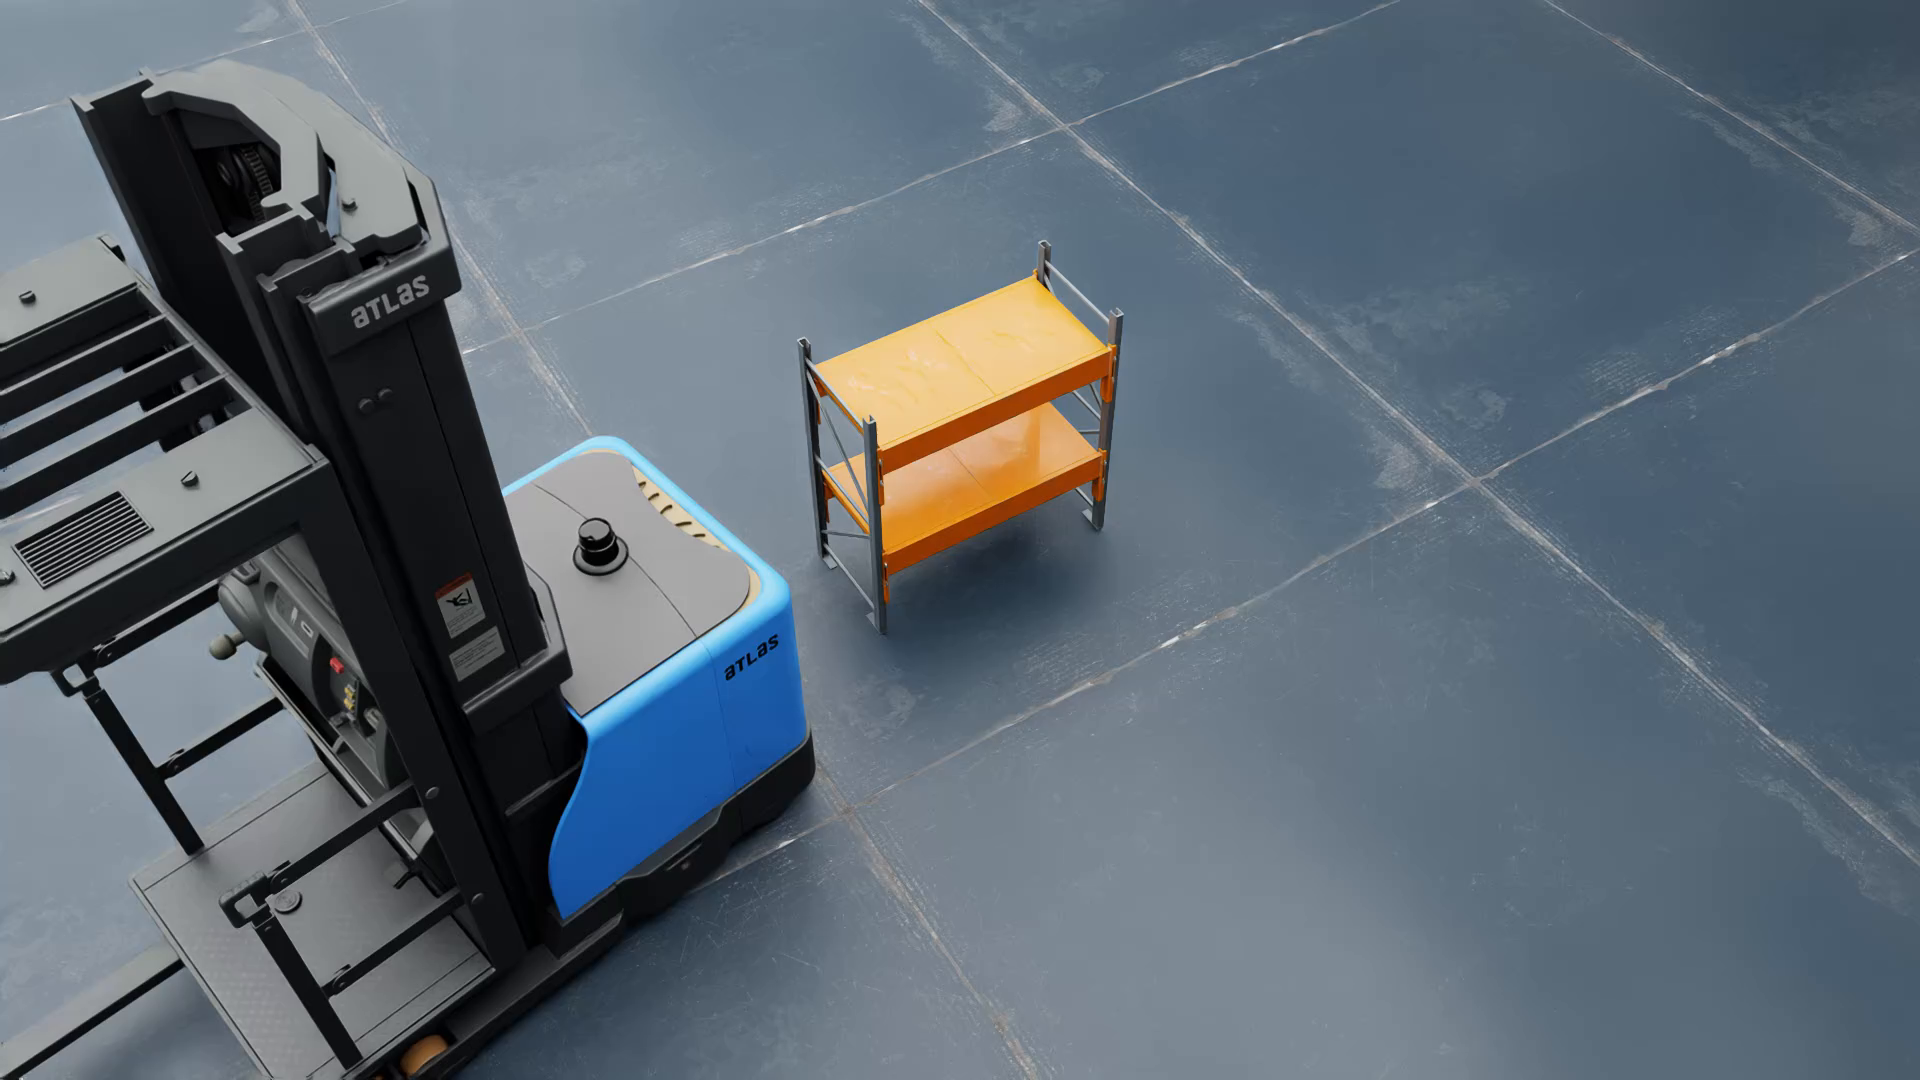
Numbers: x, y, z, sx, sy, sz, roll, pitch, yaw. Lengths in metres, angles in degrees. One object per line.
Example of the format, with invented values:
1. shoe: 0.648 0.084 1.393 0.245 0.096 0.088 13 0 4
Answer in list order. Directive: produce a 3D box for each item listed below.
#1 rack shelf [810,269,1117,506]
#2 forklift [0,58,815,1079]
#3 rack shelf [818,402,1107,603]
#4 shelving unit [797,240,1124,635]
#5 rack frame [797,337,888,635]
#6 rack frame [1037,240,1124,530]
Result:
1. rack shelf: 0.006 -0.571 6.059 1.000 0.278 0.538 -25 53 -21
2. forklift: -1.926 0.382 4.393 3.031 2.935 1.130 -35 57 -27
3. rack shelf: 0.006 -0.214 6.460 1.000 0.278 0.538 -25 53 -21
4. shelving unit: 0.006 -0.377 6.278 1.048 1.125 0.538 -25 53 -21
5. rack frame: -0.424 -0.174 6.097 0.032 1.125 0.500 -25 53 -21
6. rack frame: 0.436 -0.579 6.458 0.032 1.125 0.500 -25 53 -21
